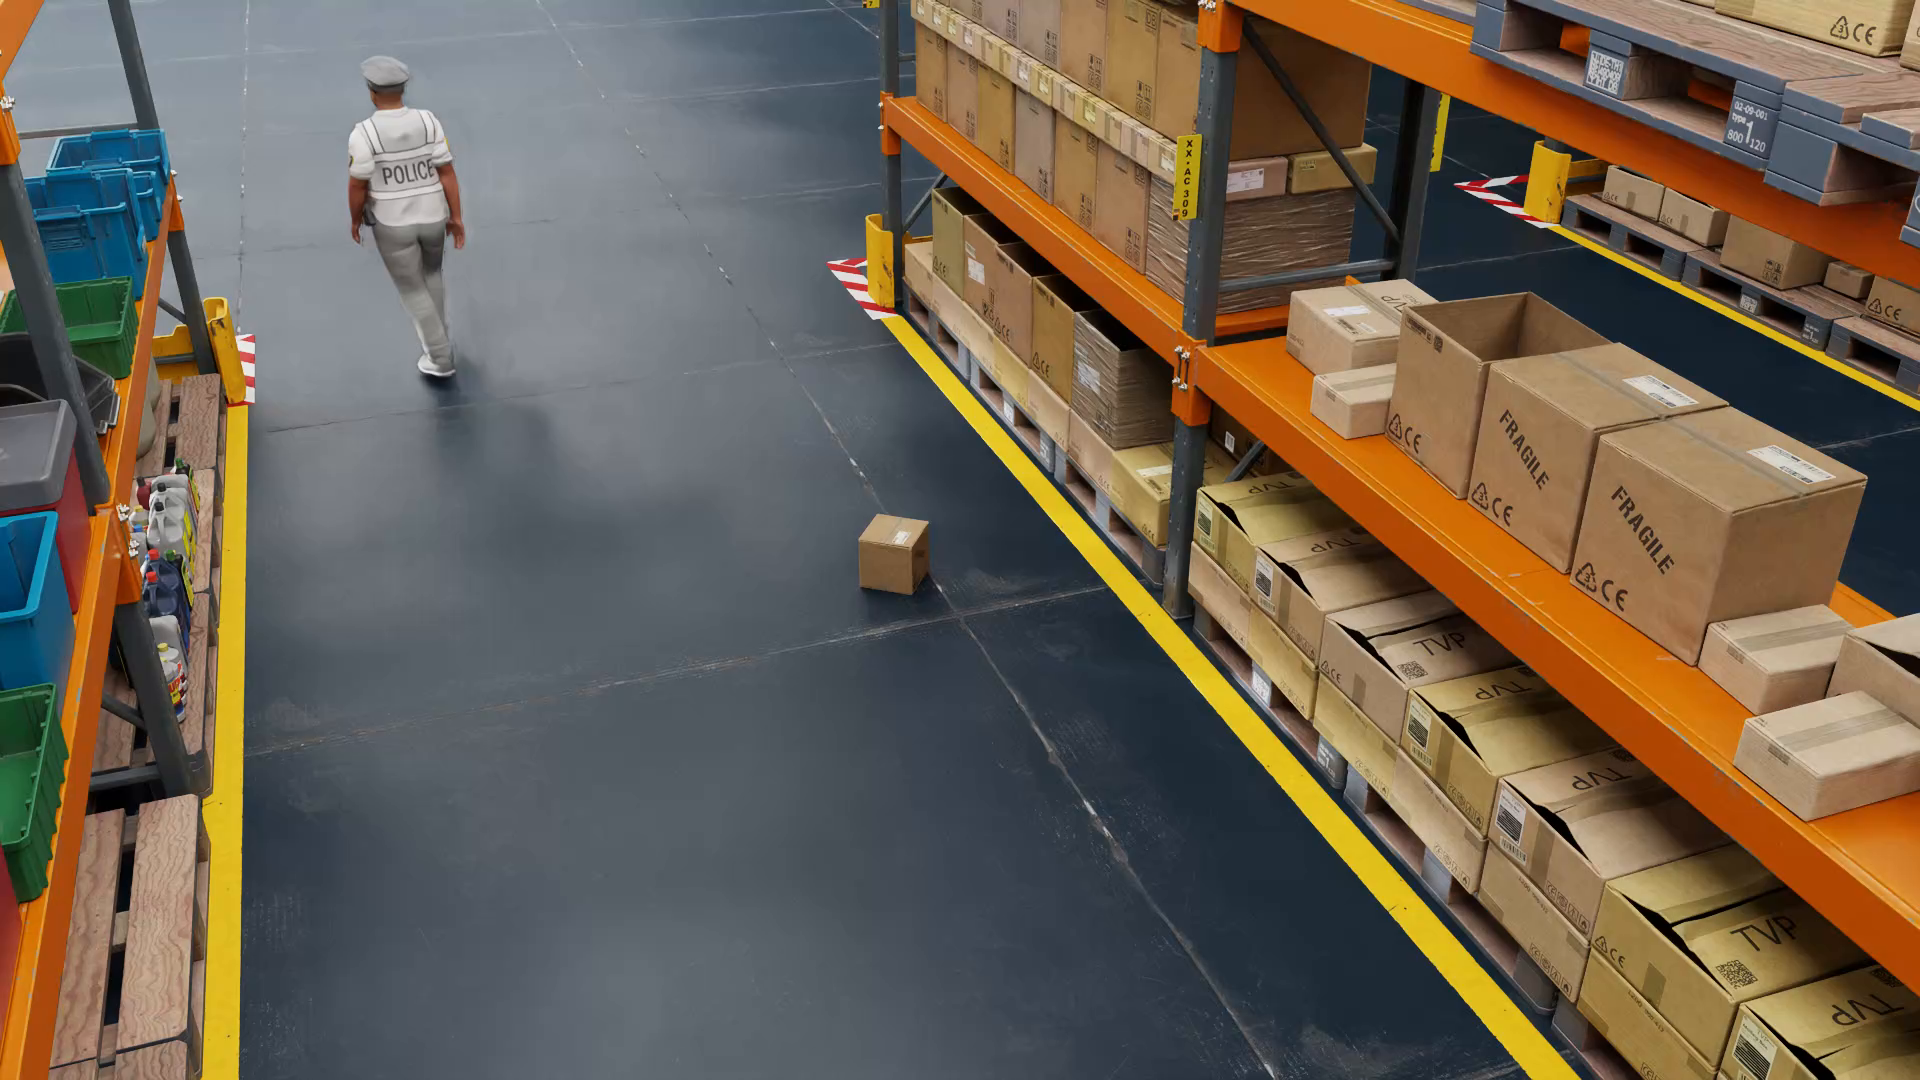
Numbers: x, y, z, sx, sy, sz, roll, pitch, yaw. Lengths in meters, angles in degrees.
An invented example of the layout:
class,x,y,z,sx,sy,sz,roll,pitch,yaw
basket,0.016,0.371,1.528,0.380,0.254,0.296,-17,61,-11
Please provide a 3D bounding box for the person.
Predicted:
class,x,y,z,sx,sy,sz,roll,pitch,yaw
person,-3.099,-1.757,9.236,0.546,1.836,0.718,-26,38,-37
